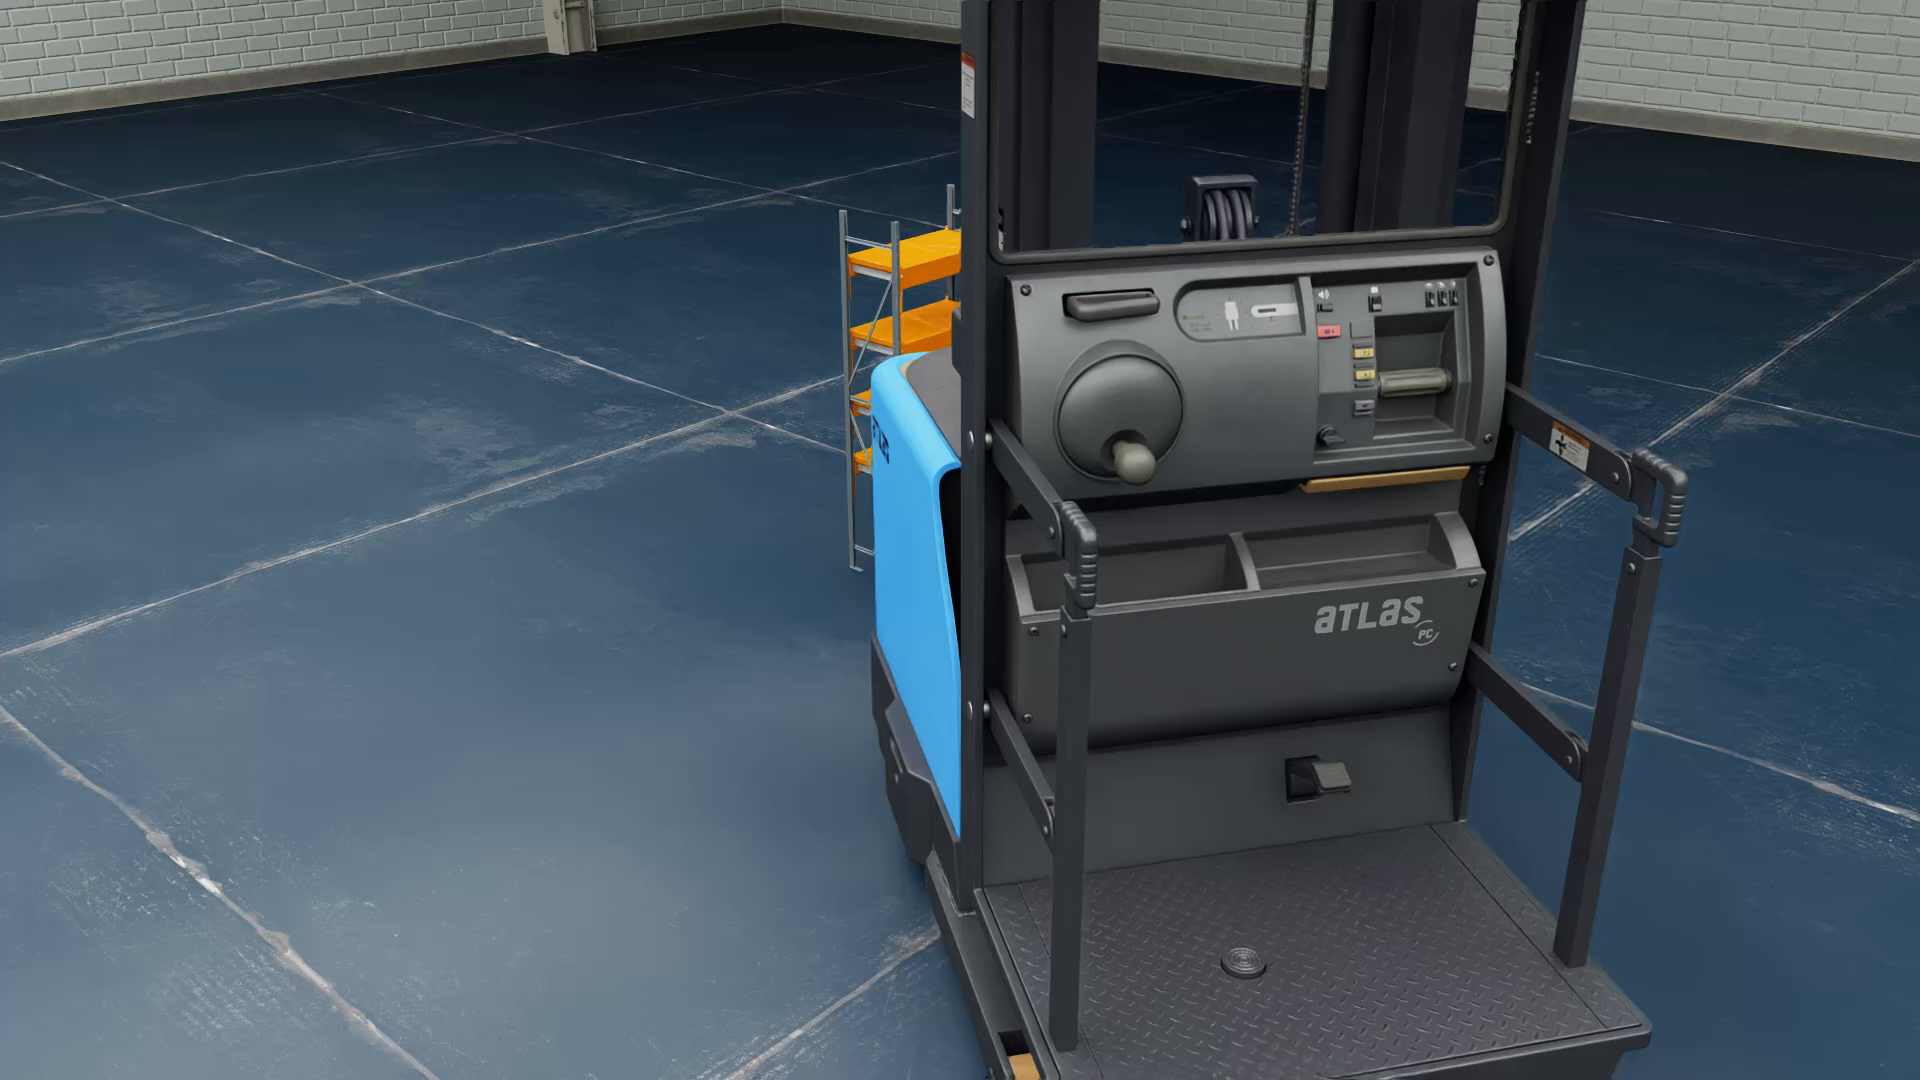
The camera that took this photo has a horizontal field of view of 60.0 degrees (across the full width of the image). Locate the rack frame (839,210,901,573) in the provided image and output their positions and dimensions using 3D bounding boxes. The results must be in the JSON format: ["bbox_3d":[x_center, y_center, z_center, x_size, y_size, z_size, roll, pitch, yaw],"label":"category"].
[{"bbox_3d":[-0.273,-0.423,5.226,0.240,1.200,0.015,20,31,38],"label":"rack frame"}]

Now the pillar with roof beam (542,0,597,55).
[{"bbox_3d":[-0.684,-7.833,12.221,9.100,9.000,0.400,20,31,38],"label":"pillar with roof beam"}]

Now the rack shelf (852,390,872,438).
[{"bbox_3d":[-0.110,-0.436,5.420,0.258,0.148,0.480,20,31,38],"label":"rack shelf"}]

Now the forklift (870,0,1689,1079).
[{"bbox_3d":[0.599,-0.282,2.797,1.130,2.935,3.031,-6,25,-12],"label":"forklift"}]

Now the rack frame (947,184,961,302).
[{"bbox_3d":[0.052,-0.571,5.558,0.240,1.200,0.015,20,31,38],"label":"rack frame"}]

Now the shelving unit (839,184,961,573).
[{"bbox_3d":[-0.110,-0.497,5.392,0.258,1.200,0.503,20,31,38],"label":"shelving unit"}]

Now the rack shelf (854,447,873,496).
[{"bbox_3d":[-0.110,-0.254,5.501,0.258,0.148,0.480,20,31,38],"label":"rack shelf"}]

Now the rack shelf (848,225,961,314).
[{"bbox_3d":[-0.110,-0.856,5.231,0.258,0.148,0.480,20,31,38],"label":"rack shelf"}]

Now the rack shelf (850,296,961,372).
[{"bbox_3d":[-0.110,-0.640,5.328,0.258,0.148,0.480,20,31,38],"label":"rack shelf"}]
